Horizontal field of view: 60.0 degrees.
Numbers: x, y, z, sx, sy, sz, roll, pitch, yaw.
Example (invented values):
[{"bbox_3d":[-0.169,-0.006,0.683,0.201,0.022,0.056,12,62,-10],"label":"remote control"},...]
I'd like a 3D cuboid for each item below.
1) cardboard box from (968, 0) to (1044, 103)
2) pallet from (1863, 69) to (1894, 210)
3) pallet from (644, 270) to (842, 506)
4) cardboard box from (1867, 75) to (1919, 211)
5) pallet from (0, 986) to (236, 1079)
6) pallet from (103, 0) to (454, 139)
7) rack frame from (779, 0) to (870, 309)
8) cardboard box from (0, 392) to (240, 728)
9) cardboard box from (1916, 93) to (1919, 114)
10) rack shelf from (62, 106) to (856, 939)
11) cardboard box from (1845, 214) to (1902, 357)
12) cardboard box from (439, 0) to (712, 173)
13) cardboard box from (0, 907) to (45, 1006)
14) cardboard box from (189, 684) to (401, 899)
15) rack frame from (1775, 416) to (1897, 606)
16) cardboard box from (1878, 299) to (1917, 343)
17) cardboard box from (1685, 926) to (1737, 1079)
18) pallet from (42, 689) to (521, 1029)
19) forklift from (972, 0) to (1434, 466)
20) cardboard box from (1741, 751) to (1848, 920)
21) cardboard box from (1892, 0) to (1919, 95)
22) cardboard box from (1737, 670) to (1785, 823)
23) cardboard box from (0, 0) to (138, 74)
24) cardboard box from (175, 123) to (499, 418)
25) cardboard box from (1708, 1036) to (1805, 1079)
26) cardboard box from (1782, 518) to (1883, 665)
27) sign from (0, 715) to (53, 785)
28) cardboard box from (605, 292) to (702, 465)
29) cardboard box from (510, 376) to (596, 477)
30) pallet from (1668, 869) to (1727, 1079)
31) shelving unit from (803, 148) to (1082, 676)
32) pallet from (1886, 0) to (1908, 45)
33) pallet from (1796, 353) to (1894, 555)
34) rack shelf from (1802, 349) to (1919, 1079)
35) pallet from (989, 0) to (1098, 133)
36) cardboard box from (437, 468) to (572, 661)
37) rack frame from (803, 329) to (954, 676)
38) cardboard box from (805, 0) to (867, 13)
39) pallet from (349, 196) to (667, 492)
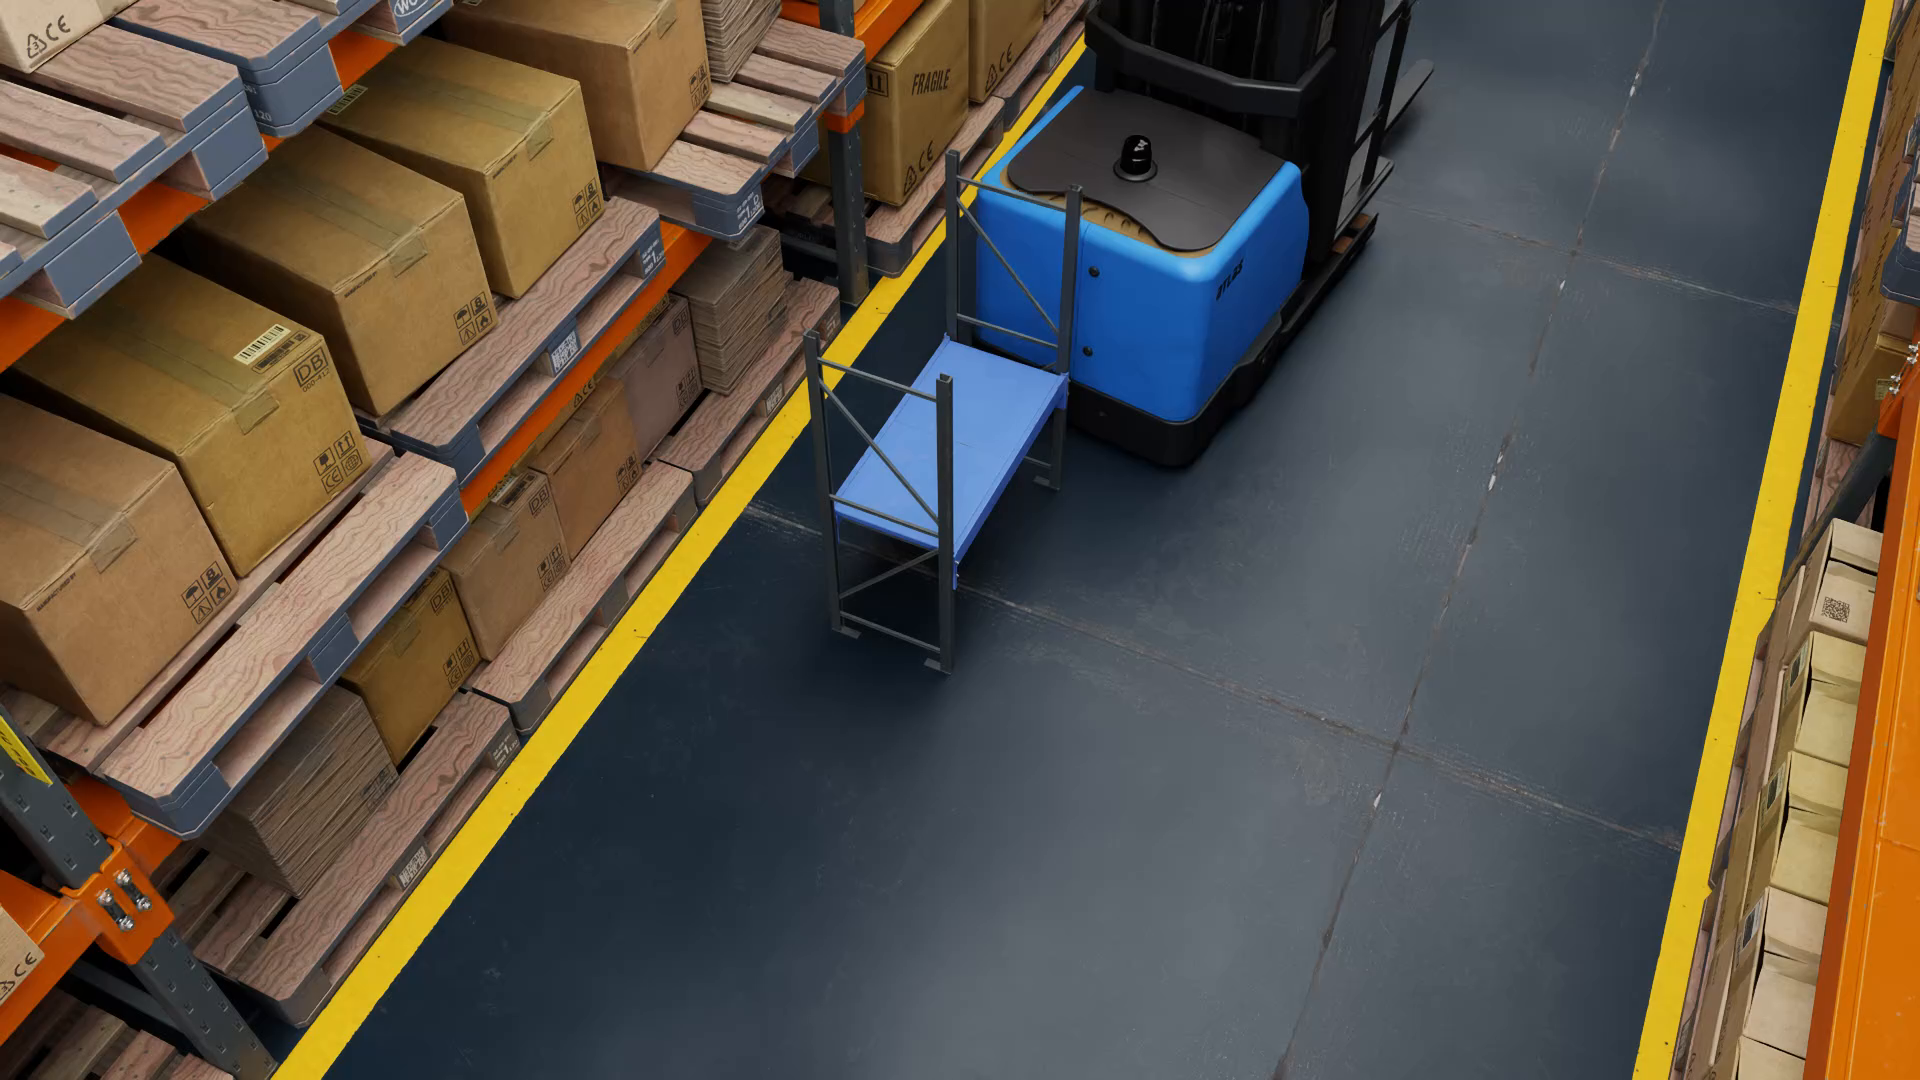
[{"bbox_3d":[-0.074,-2.716,8.043,0.750,0.750,0.750,20,52,16],"label":"cardboard box"},{"bbox_3d":[4.990,-1.881,8.027,1.003,0.211,1.213,20,52,16],"label":"pallet"},{"bbox_3d":[-1.222,-0.771,7.082,1.003,0.211,1.213,20,52,16],"label":"pallet"},{"bbox_3d":[4.438,-1.723,7.414,0.500,0.500,0.500,20,53,17],"label":"cardboard box"},{"bbox_3d":[-2.850,1.920,4.793,1.003,0.211,1.213,20,52,16],"label":"pallet"},{"bbox_3d":[-1.795,-1.475,4.004,1.213,0.211,1.003,20,52,16],"label":"pallet"},{"bbox_3d":[-0.886,-2.212,6.478,1.000,3.000,0.127,20,52,16],"label":"rack frame"},{"bbox_3d":[-2.347,0.028,4.217,0.700,0.500,0.500,20,52,16],"label":"cardboard box"},{"bbox_3d":[4.449,-1.990,7.149,0.500,0.250,0.500,20,52,16],"label":"cardboard box"},{"bbox_3d":[-1.741,-0.602,5.580,1.077,0.370,4.000,20,52,16],"label":"rack shelf"},{"bbox_3d":[4.003,-1.012,6.809,0.500,0.500,0.500,18,52,15],"label":"cardboard box"},{"bbox_3d":[-1.292,-1.666,5.659,0.700,0.500,0.500,15,51,13],"label":"cardboard box"},{"bbox_3d":[-2.524,1.009,3.822,0.500,0.250,0.500,20,52,16],"label":"cardboard box"},{"bbox_3d":[-2.296,0.698,5.354,0.700,0.500,0.500,21,53,17],"label":"cardboard box"},{"bbox_3d":[3.594,-0.603,5.109,1.000,3.000,0.127,20,52,16],"label":"rack frame"},{"bbox_3d":[3.802,-0.939,6.255,0.500,0.250,0.500,22,53,17],"label":"cardboard box"},{"bbox_3d":[2.455,1.477,4.869,0.500,0.250,0.500,21,53,17],"label":"cardboard box"},{"bbox_3d":[-2.264,0.909,5.653,1.003,0.211,1.213,20,52,16],"label":"pallet"},{"bbox_3d":[1.268,-2.357,6.646,1.130,2.935,3.031,26,54,21],"label":"forklift"},{"bbox_3d":[2.668,0.950,4.948,0.500,0.311,0.500,19,52,15],"label":"cardboard box"},{"bbox_3d":[4.876,-2.436,8.021,0.500,0.500,0.500,18,52,14],"label":"cardboard box"},{"bbox_3d":[2.891,0.764,5.475,0.500,0.250,0.500,18,52,15],"label":"cardboard box"},{"bbox_3d":[-2.026,-1.311,3.525,0.500,0.311,0.500,21,53,17],"label":"cardboard box"},{"bbox_3d":[-1.849,-0.818,4.937,0.700,0.500,0.500,27,55,21],"label":"cardboard box"},{"bbox_3d":[2.231,1.649,4.354,0.500,0.311,0.500,20,52,16],"label":"cardboard box"},{"bbox_3d":[3.105,0.235,5.557,0.500,0.311,0.500,21,53,17],"label":"cardboard box"},{"bbox_3d":[-2.101,0.433,3.659,0.100,0.325,0.005,20,52,16],"label":"sign"},{"bbox_3d":[-1.472,-0.715,6.556,0.700,0.500,0.500,20,52,16],"label":"cardboard box"},{"bbox_3d":[-1.662,-0.547,5.921,0.500,0.250,0.500,20,52,16],"label":"cardboard box"},{"bbox_3d":[2.685,1.692,4.987,1.003,0.211,1.213,20,52,16],"label":"pallet"},{"bbox_3d":[-0.036,-0.427,5.944,0.538,1.500,1.048,20,52,16],"label":"shelving unit"},{"bbox_3d":[5.597,-2.926,8.917,1.003,0.211,1.213,20,52,16],"label":"pallet"},{"bbox_3d":[3.947,-0.201,6.598,1.003,0.211,1.213,20,52,16],"label":"pallet"},{"bbox_3d":[2.740,1.007,4.211,1.077,0.370,4.000,20,52,16],"label":"rack shelf"},{"bbox_3d":[0.041,-2.664,8.693,1.003,0.211,1.213,20,52,16],"label":"pallet"},{"bbox_3d":[-1.866,-0.013,5.959,0.700,0.500,0.500,20,53,16],"label":"cardboard box"},{"bbox_3d":[-0.254,-0.077,5.646,0.500,1.500,0.032,20,52,16],"label":"rack frame"},{"bbox_3d":[-0.536,-2.288,6.695,0.380,0.149,0.250,19,52,16],"label":"cardboard box"},{"bbox_3d":[-1.695,-0.773,5.380,1.003,0.211,1.213,20,52,16],"label":"pallet"}]
